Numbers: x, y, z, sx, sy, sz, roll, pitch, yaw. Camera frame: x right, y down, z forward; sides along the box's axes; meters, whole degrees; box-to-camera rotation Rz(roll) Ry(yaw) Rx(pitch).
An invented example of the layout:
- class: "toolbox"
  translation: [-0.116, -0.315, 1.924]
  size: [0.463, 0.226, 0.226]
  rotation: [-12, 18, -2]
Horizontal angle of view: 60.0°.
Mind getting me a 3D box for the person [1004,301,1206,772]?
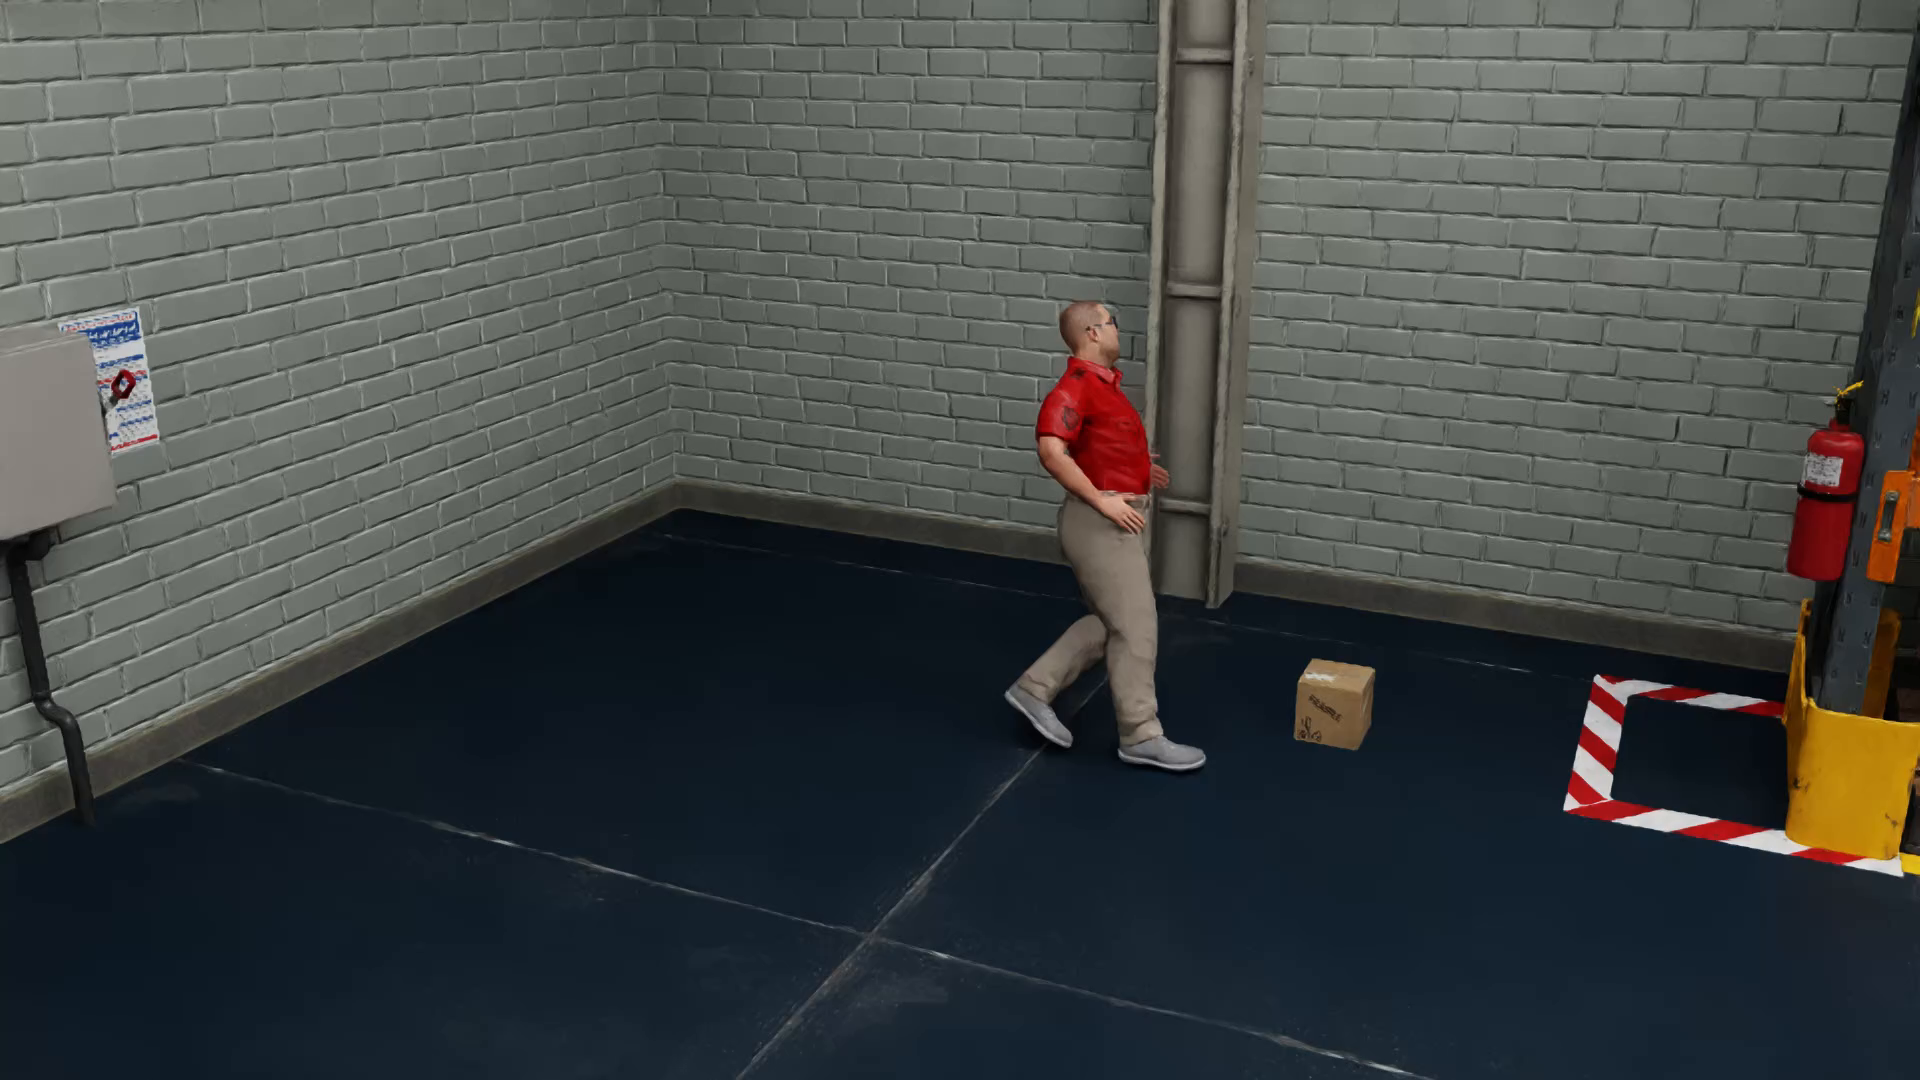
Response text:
- class: "person"
  translation: [0.570, -0.047, 6.253]
  size: [0.743, 1.680, 0.684]
  rotation: [1, 19, 4]
